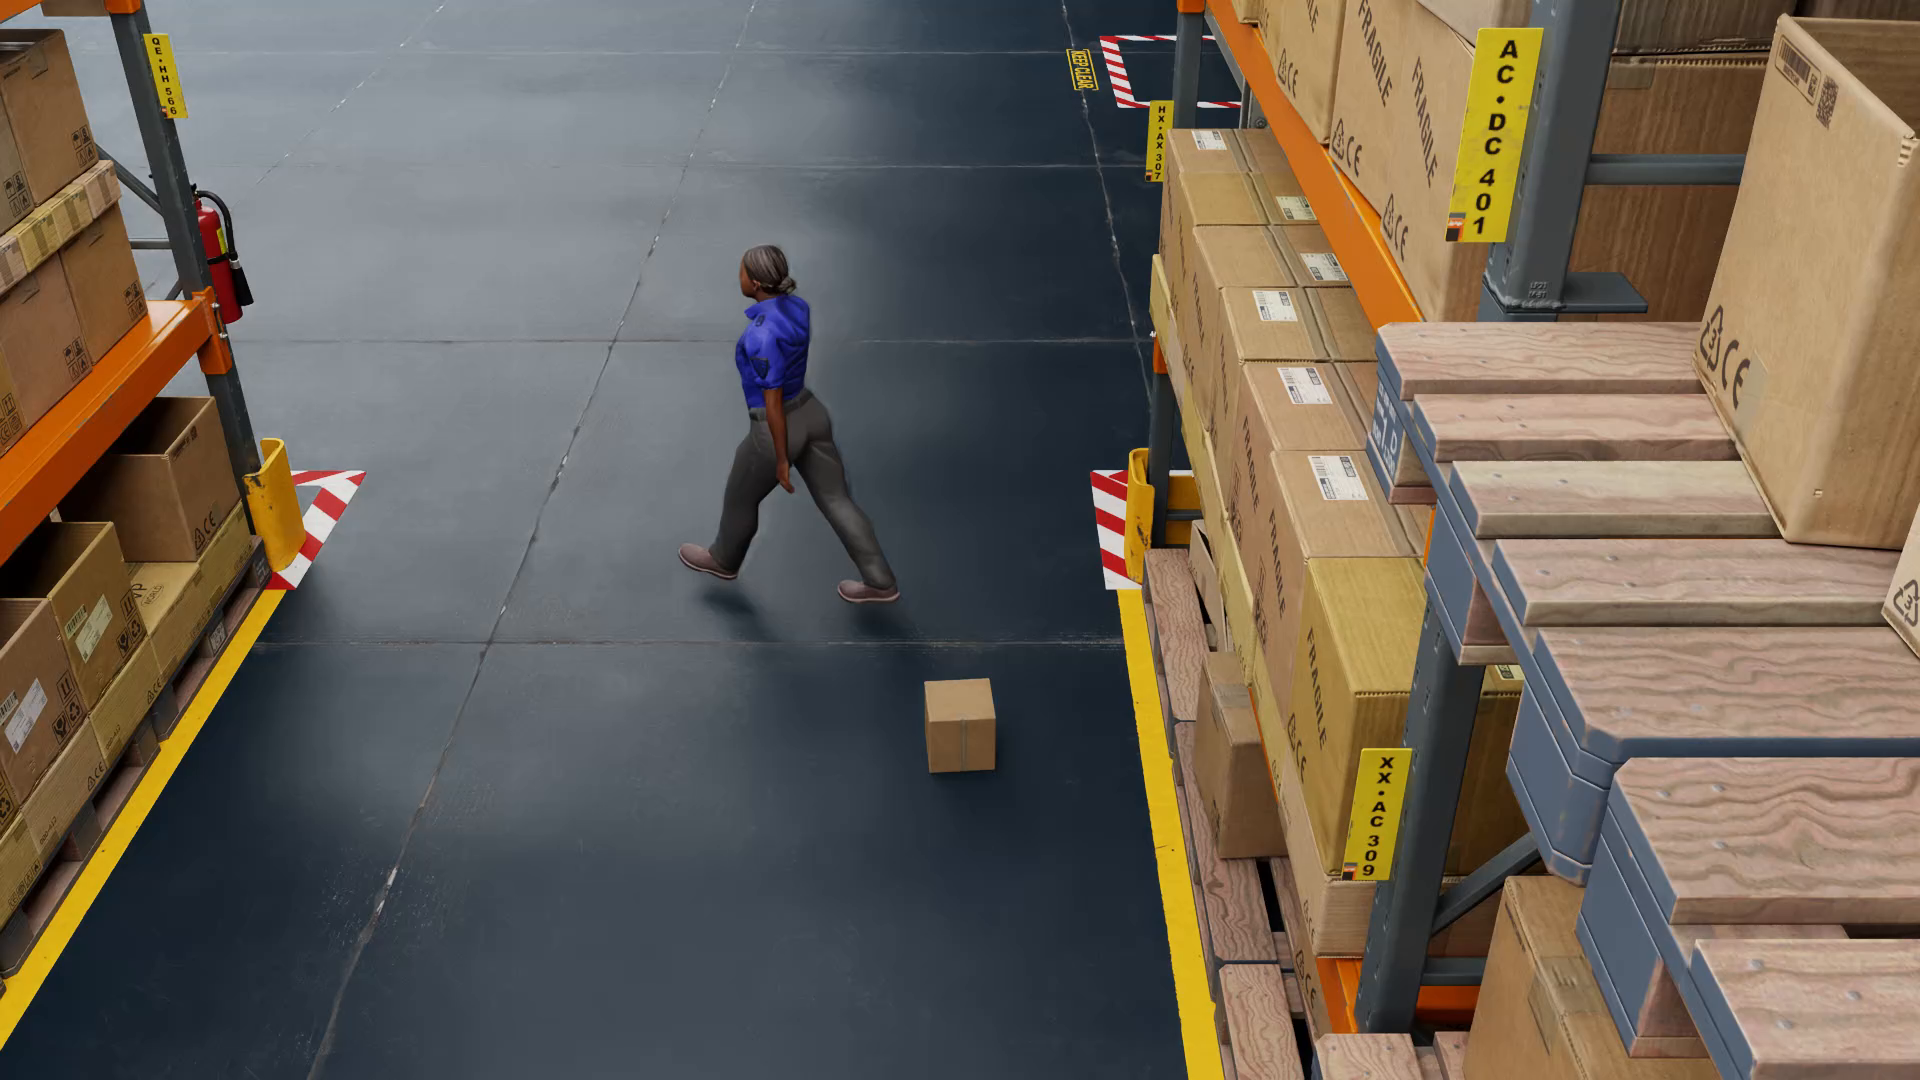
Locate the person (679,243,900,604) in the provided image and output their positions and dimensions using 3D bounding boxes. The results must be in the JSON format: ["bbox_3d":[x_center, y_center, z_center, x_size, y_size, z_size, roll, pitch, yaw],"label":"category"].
[{"bbox_3d":[-0.743,-0.476,6.922,1.060,1.591,0.450,17,35,25],"label":"person"}]
